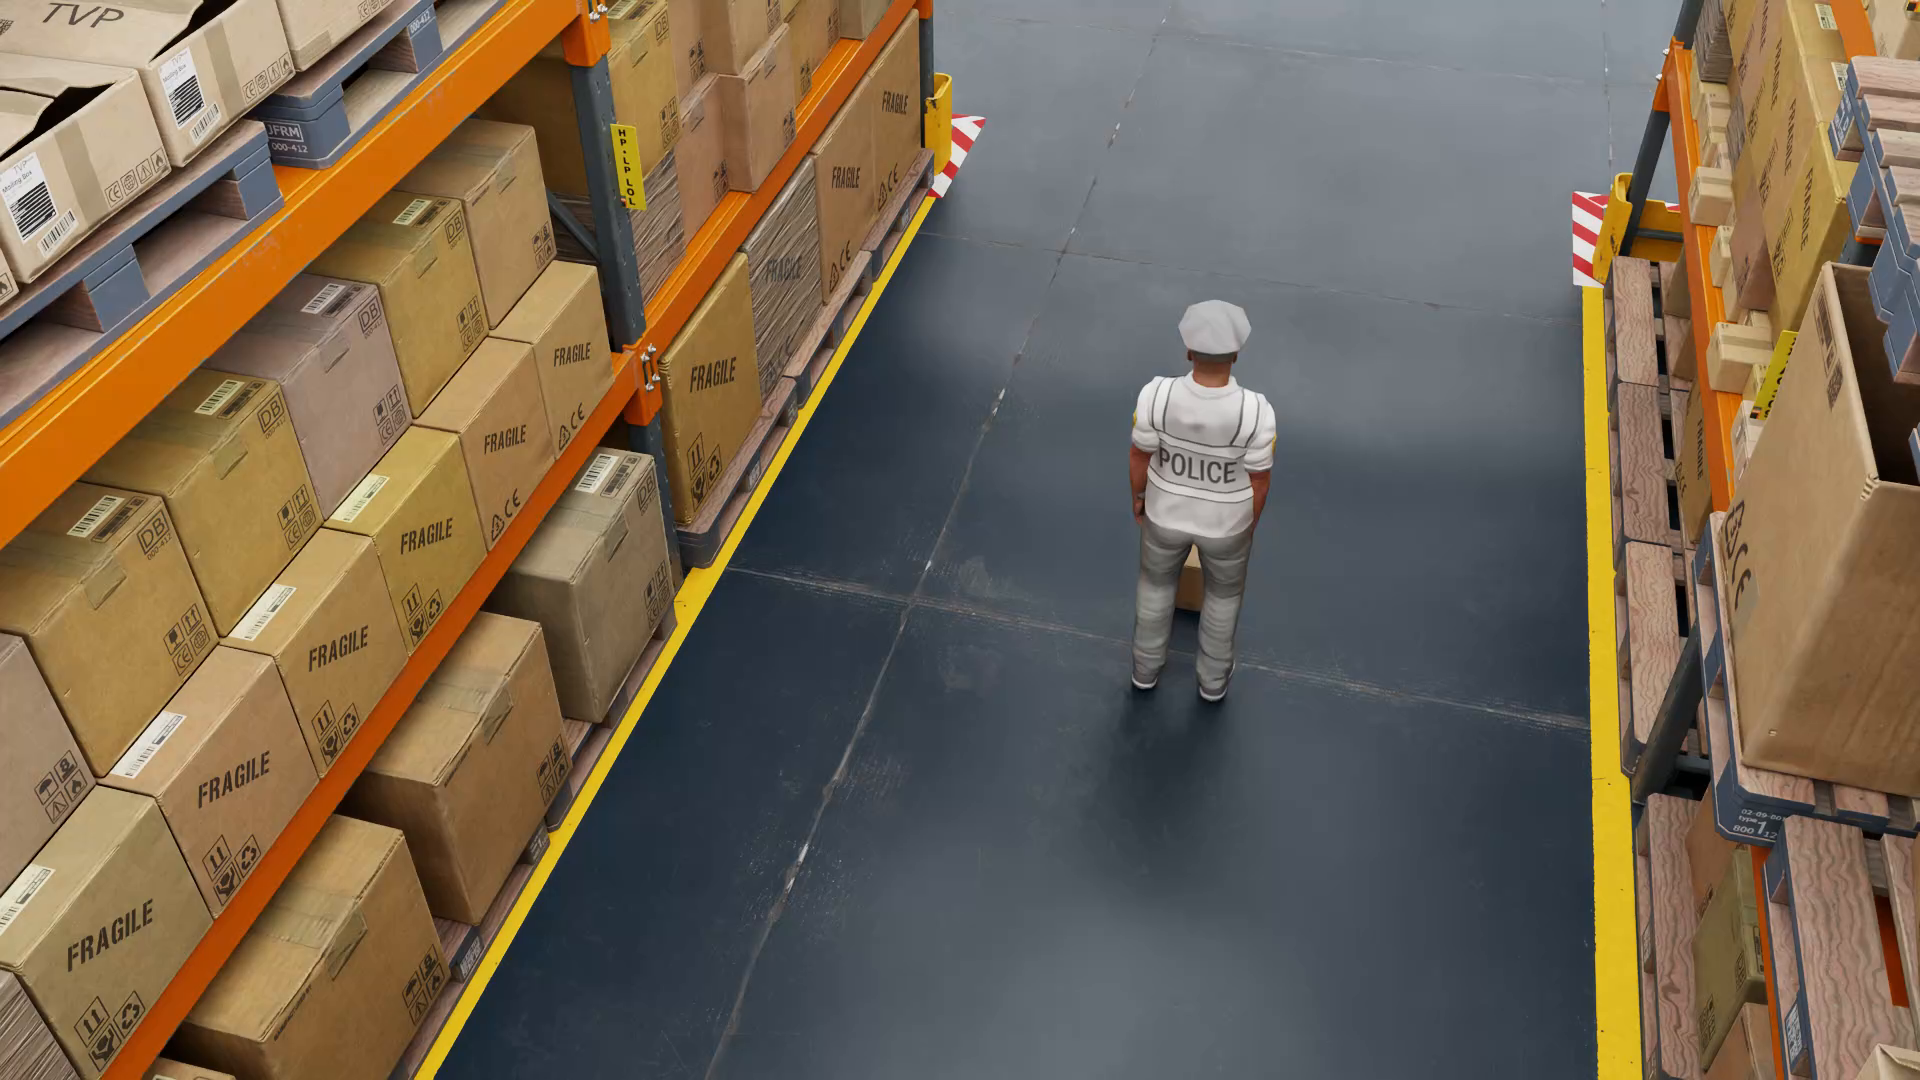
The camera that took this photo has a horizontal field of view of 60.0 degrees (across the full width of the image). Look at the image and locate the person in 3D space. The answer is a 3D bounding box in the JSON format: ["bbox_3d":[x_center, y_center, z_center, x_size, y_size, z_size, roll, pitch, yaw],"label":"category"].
[{"bbox_3d":[0.893,-0.126,6.297,0.527,1.759,0.393,11,42,12],"label":"person"}]
